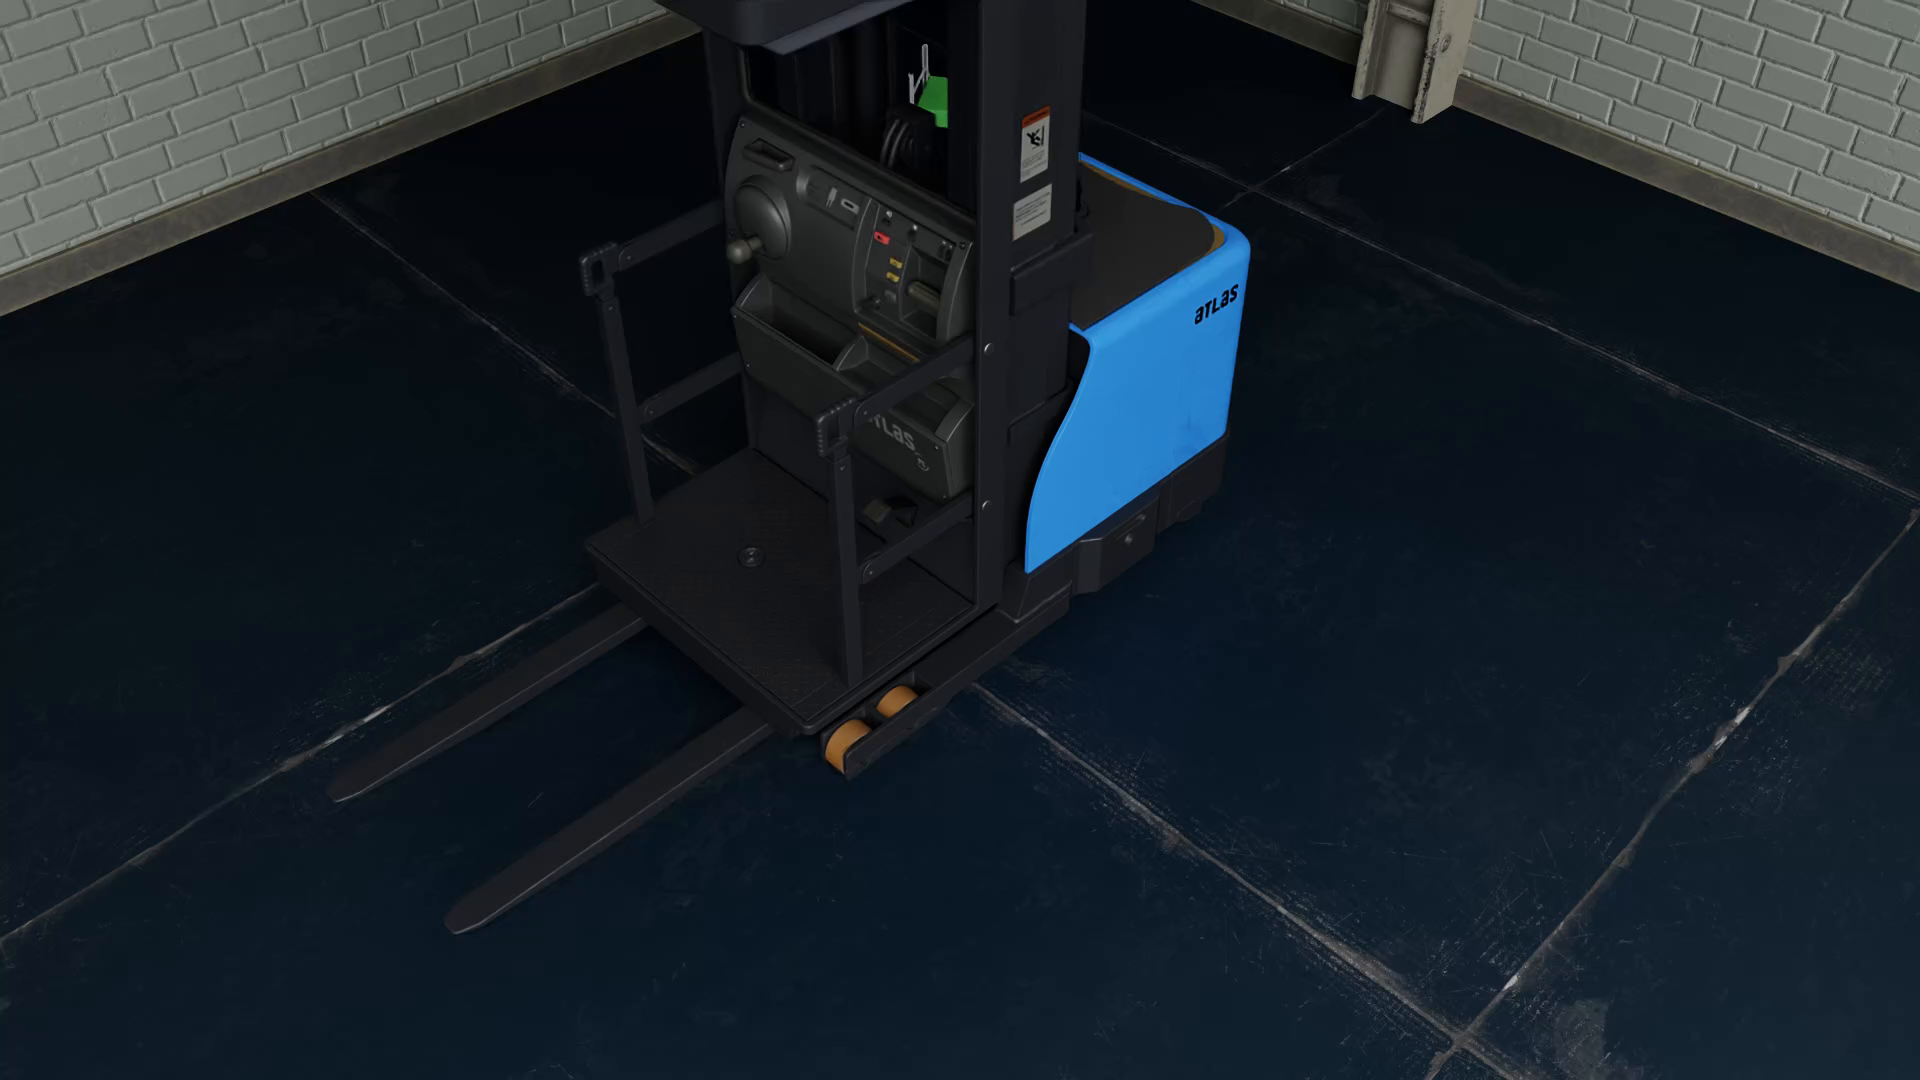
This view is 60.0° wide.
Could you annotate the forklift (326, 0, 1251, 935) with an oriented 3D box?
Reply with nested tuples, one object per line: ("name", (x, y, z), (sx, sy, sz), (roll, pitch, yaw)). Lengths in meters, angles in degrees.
("forklift", (-0.470, -0.772, 4.426), (3.031, 2.935, 1.130), (-34, 52, -31))

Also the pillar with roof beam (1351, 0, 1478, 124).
("pillar with roof beam", (-0.900, -3.380, 2.777), (9.100, 9.000, 0.400), (-34, 53, -31))

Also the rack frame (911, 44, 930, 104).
("rack frame", (-0.139, -1.235, 6.202), (0.015, 1.200, 0.240), (8, 43, 8))

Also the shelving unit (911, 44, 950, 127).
("shelving unit", (0.100, -1.203, 6.168), (0.503, 1.200, 0.258), (8, 43, 8))

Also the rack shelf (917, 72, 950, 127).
("rack shelf", (0.100, -1.509, 5.885), (0.480, 0.148, 0.258), (8, 43, 8))
